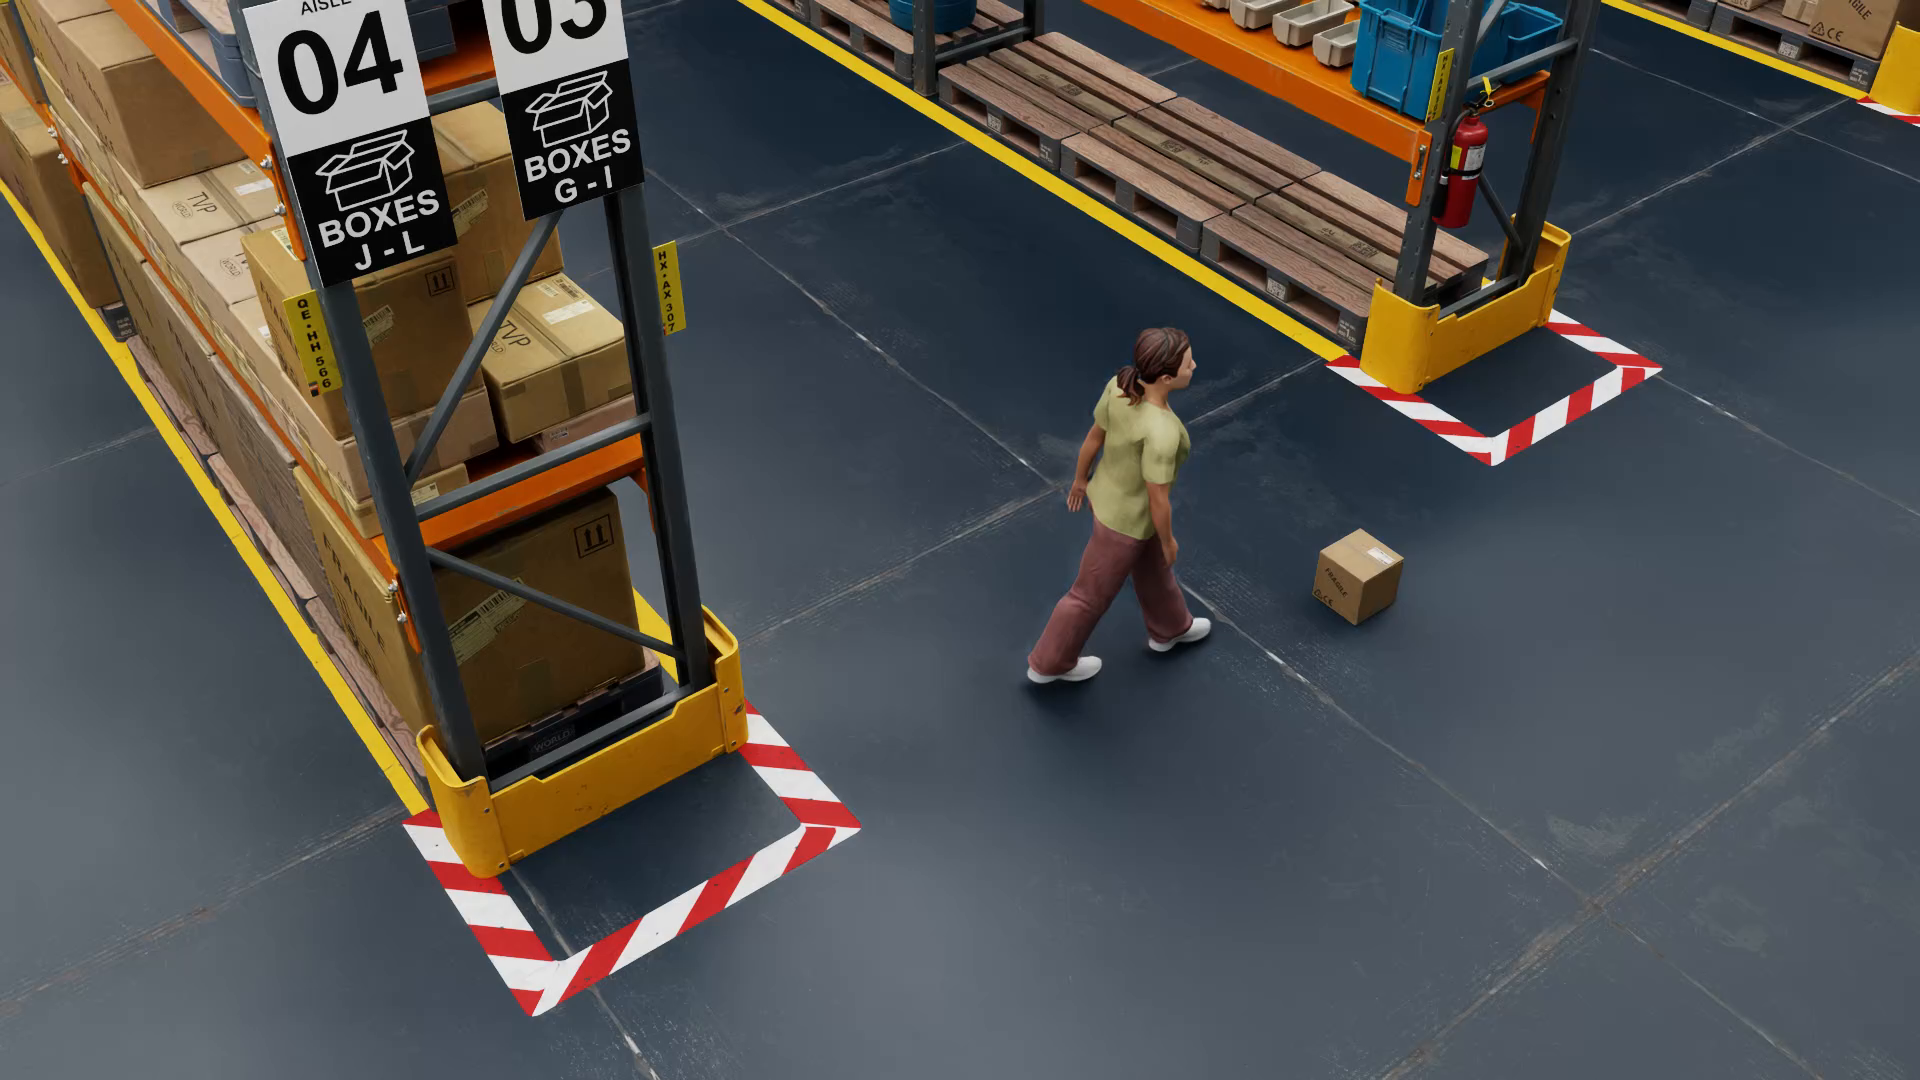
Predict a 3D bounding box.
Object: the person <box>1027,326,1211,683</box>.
[{"bbox_3d":[0.682,-0.094,6.266,0.832,1.642,0.469,-8,41,-9],"label":"person"}]
